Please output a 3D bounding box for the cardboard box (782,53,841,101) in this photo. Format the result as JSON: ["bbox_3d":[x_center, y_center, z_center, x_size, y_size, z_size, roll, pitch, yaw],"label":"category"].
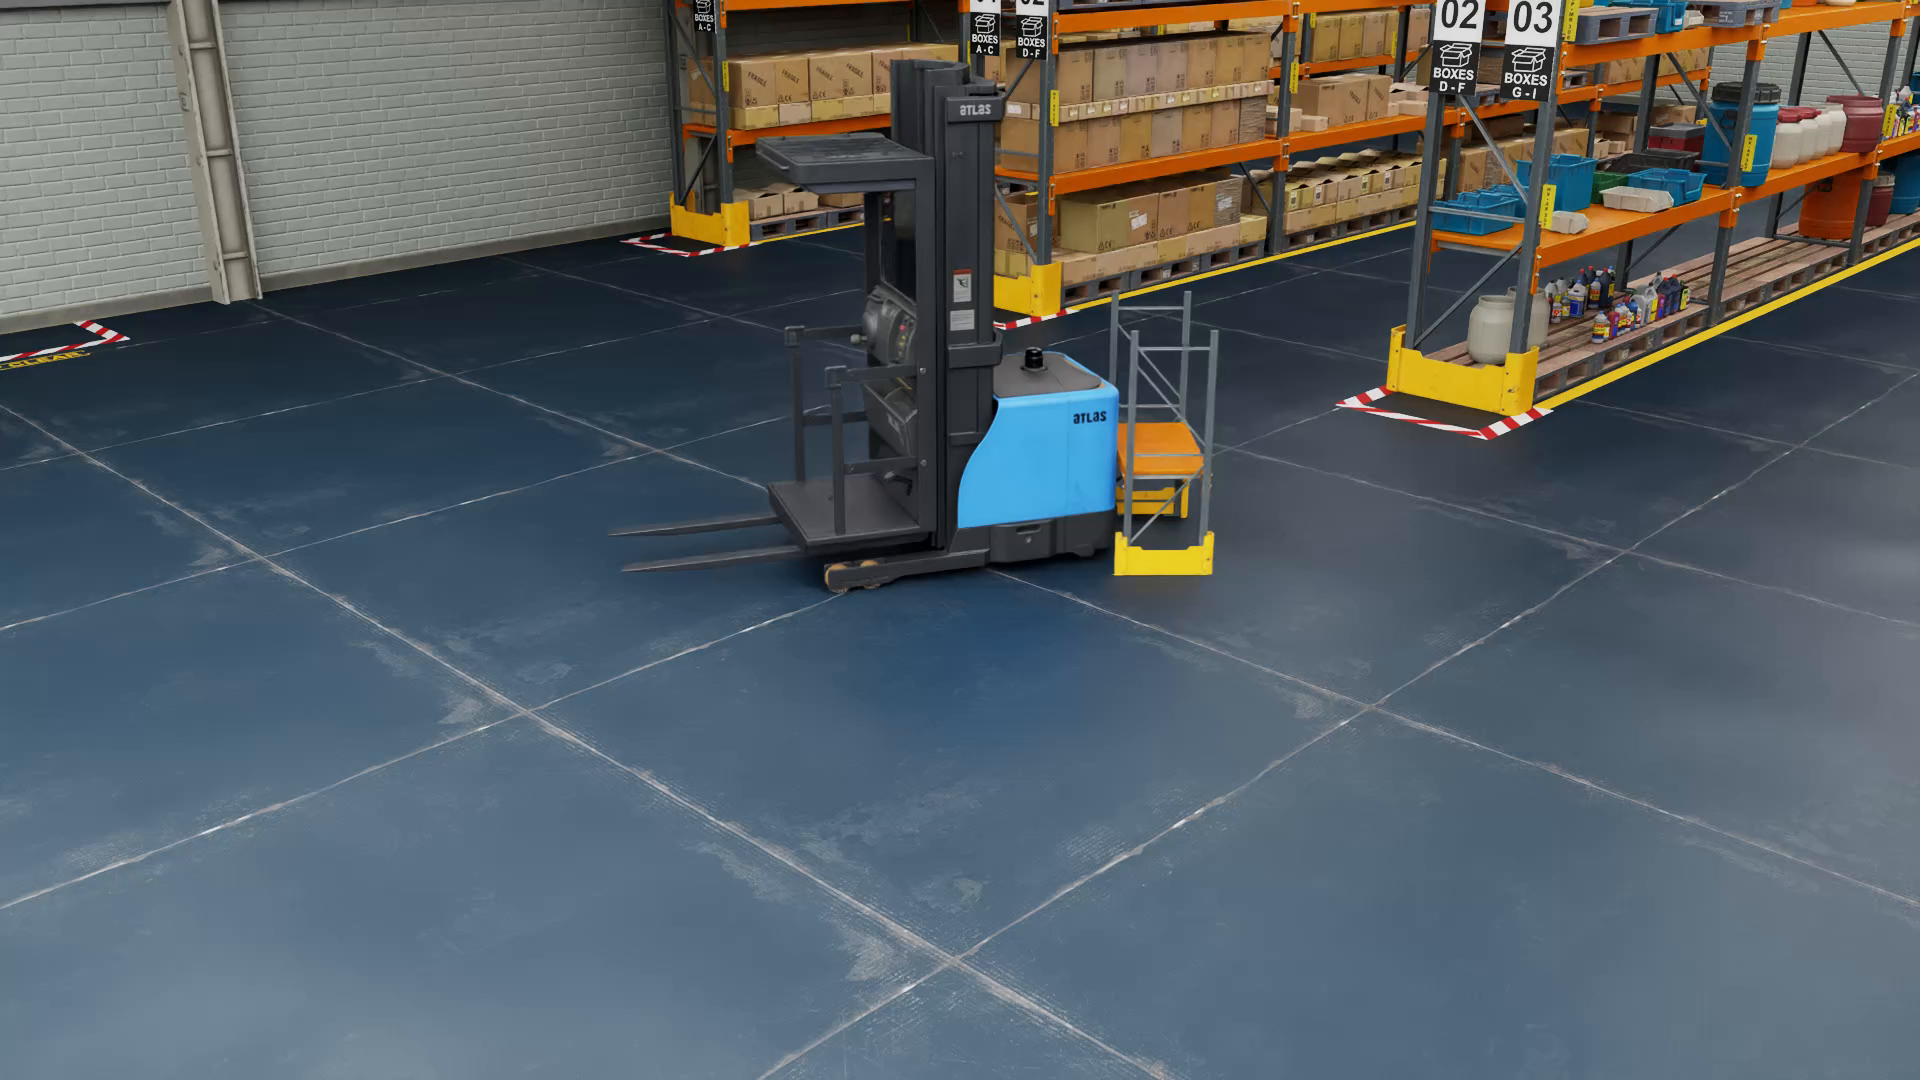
[{"bbox_3d":[-1.790,-5.599,20.096,0.500,0.500,0.500,18,27,39],"label":"cardboard box"}]

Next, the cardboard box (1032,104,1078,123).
[{"bbox_3d":[0.925,-4.164,16.183,0.380,0.149,0.250,19,28,40],"label":"cardboard box"}]

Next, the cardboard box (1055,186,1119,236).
[{"bbox_3d":[1.345,-3.503,17.709,0.500,0.500,0.500,19,28,41],"label":"cardboard box"}]

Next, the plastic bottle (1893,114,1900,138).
[{"bbox_3d":[10.480,-4.674,18.728,0.152,0.276,0.135,19,28,41],"label":"plastic bottle"}]

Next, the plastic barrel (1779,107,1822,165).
[{"bbox_3d":[8.472,-4.109,16.895,0.433,0.535,0.433,0,21,0],"label":"plastic barrel"}]

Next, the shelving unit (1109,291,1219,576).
[{"bbox_3d":[1.217,-0.681,10.256,0.587,1.500,1.083,0,21,-1],"label":"shelving unit"}]

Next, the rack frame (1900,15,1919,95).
[{"bbox_3d":[12.414,-5.611,20.992,1.000,3.000,0.127,19,28,41],"label":"rack frame"}]

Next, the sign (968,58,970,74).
[{"bbox_3d":[0.117,-4.558,16.307,0.100,0.325,0.005,19,28,41],"label":"sign"}]

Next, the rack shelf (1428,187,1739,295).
[{"bbox_3d":[5.438,-2.705,14.434,1.077,0.370,4.000,19,28,41],"label":"rack shelf"}]

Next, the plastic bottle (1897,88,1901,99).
[{"bbox_3d":[11.853,-5.569,21.046,0.061,0.283,0.133,19,28,41],"label":"plastic bottle"}]

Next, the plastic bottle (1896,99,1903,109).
[{"bbox_3d":[11.665,-5.374,20.653,0.097,0.201,0.097,0,21,0],"label":"plastic bottle"}]

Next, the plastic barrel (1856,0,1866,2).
[{"bbox_3d":[9.488,-5.834,17.609,0.294,0.245,0.294,0,21,0],"label":"plastic barrel"}]

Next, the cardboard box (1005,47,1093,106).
[{"bbox_3d":[0.868,-4.550,16.284,0.700,0.500,0.500,19,28,41],"label":"cardboard box"}]

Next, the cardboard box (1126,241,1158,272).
[{"bbox_3d":[1.725,-3.020,17.498,0.500,0.250,0.500,19,28,41],"label":"cardboard box"}]

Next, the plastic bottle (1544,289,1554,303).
[{"bbox_3d":[5.302,-2.136,15.134,0.152,0.276,0.135,18,28,39],"label":"plastic bottle"}]

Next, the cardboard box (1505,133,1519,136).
[{"bbox_3d":[7.638,-5.561,23.732,0.500,0.500,0.500,20,29,41],"label":"cardboard box"}]

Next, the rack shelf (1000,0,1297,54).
[{"bbox_3d":[1.892,-5.346,17.123,1.077,0.370,4.000,19,28,41],"label":"rack shelf"}]

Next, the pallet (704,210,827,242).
[{"bbox_3d":[-2.410,-3.924,20.490,1.003,0.211,1.213,19,28,41],"label":"pallet"}]

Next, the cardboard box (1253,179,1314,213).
[{"bbox_3d":[3.754,-4.014,19.302,0.500,0.311,0.500,19,28,41],"label":"cardboard box"}]

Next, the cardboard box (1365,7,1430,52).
[{"bbox_3d":[7.758,-9.125,29.717,0.700,0.700,0.980,-19,28,-40],"label":"cardboard box"}]

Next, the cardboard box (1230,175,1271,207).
[{"bbox_3d":[3.364,-4.146,19.645,0.500,0.311,0.500,19,28,41],"label":"cardboard box"}]

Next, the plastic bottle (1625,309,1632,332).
[{"bbox_3d":[5.909,-1.953,14.762,0.097,0.201,0.097,0,21,0],"label":"plastic bottle"}]

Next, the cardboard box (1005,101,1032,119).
[{"bbox_3d":[0.627,-4.263,16.440,0.380,0.149,0.250,19,28,40],"label":"cardboard box"}]

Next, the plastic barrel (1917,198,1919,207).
[{"bbox_3d":[12.022,-4.692,20.941,0.600,0.901,0.708,19,28,41],"label":"plastic barrel"}]

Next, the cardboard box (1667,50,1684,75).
[{"bbox_3d":[10.829,-7.482,25.721,0.500,0.500,0.500,20,28,41],"label":"cardboard box"}]

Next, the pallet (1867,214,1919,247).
[{"bbox_3d":[10.995,-3.807,20.184,1.003,0.211,1.213,19,28,41],"label":"pallet"}]

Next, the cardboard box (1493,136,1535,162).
[{"bbox_3d":[7.675,-5.307,23.071,0.500,0.500,0.500,18,27,39],"label":"cardboard box"}]

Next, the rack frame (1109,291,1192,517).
[{"bbox_3d":[1.205,-0.860,10.722,0.500,1.500,0.032,0,21,-1],"label":"rack frame"}]

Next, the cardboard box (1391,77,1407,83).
[{"bbox_3d":[7.731,-8.167,29.638,0.380,0.149,0.250,19,28,40],"label":"cardboard box"}]

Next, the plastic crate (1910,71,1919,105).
[{"bbox_3d":[12.496,-5.837,21.519,0.392,0.384,0.575,19,28,41],"label":"plastic crate"}]

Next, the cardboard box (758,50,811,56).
[{"bbox_3d":[-2.163,-5.731,20.439,0.500,0.500,0.500,18,28,39],"label":"cardboard box"}]

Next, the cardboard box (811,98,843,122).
[{"bbox_3d":[-1.776,-5.258,20.254,0.500,0.250,0.500,19,28,40],"label":"cardboard box"}]

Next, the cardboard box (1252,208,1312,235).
[{"bbox_3d":[3.746,-3.750,19.396,0.500,0.250,0.500,18,28,39],"label":"cardboard box"}]

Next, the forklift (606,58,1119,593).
[{"bbox_3d":[-0.603,-1.269,9.790,3.031,2.935,1.130,-7,22,-17],"label":"forklift"}]

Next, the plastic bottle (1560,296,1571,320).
[{"bbox_3d":[5.532,-2.126,15.211,0.097,0.201,0.097,0,21,0],"label":"plastic bottle"}]

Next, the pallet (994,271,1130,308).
[{"bbox_3d":[1.000,-2.673,17.234,1.003,0.211,1.213,19,28,41],"label":"pallet"}]

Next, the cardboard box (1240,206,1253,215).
[{"bbox_3d":[3.369,-3.887,19.754,0.500,0.250,0.500,19,28,40],"label":"cardboard box"}]

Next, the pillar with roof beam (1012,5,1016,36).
[{"bbox_3d":[4.083,-8.668,20.583,9.100,9.000,0.400,19,28,41],"label":"pillar with roof beam"}]

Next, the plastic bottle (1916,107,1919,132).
[{"bbox_3d":[11.063,-4.873,19.251,0.097,0.271,0.097,0,21,0],"label":"plastic bottle"}]

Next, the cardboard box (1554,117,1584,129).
[{"bbox_3d":[9.062,-6.108,25.156,0.500,0.500,0.500,19,28,41],"label":"cardboard box"}]

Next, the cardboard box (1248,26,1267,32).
[{"bbox_3d":[4.469,-7.843,26.218,0.500,0.500,0.500,19,28,41],"label":"cardboard box"}]

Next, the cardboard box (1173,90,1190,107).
[{"bbox_3d":[2.181,-4.626,17.387,0.250,0.149,0.380,-19,28,-40],"label":"cardboard box"}]

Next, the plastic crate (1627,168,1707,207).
[{"bbox_3d":[6.256,-3.133,14.752,0.499,0.251,0.616,19,28,41],"label":"plastic crate"}]

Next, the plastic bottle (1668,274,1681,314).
[{"bbox_3d":[6.591,-2.286,15.420,0.144,0.351,0.185,18,28,39],"label":"plastic bottle"}]

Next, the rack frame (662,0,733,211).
[{"bbox_3d":[-3.055,-5.006,19.418,1.000,3.000,0.127,19,28,41],"label":"rack frame"}]

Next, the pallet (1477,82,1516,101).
[{"bbox_3d":[7.431,-6.235,22.883,1.003,0.211,1.213,19,28,41],"label":"pallet"}]

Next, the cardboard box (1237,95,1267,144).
[{"bbox_3d":[2.982,-4.726,18.551,0.700,0.500,0.500,18,28,39],"label":"cardboard box"}]

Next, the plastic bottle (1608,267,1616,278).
[{"bbox_3d":[6.297,-2.514,16.125,0.097,0.271,0.097,0,21,0],"label":"plastic bottle"}]

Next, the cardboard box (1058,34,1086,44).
[{"bbox_3d":[1.352,-6.865,23.503,0.700,0.500,0.500,19,28,41],"label":"cardboard box"}]

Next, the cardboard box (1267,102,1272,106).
[{"bbox_3d":[3.769,-5.005,19.602,0.396,0.266,0.258,18,28,39],"label":"cardboard box"}]

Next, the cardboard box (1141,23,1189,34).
[{"bbox_3d":[3.047,-7.667,24.714,0.500,0.250,0.500,-19,28,-41],"label":"cardboard box"}]

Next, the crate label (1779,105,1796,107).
[{"bbox_3d":[8.737,-4.412,17.823,0.502,0.435,0.616,19,28,41],"label":"crate label"}]

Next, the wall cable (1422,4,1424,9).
[{"bbox_3d":[8.322,-10.159,31.409,0.084,1.984,1.851,19,28,41],"label":"wall cable"}]

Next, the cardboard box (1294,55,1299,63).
[{"bbox_3d":[5.283,-7.825,27.075,0.380,0.149,0.250,20,28,41],"label":"cardboard box"}]

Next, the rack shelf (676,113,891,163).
[{"bbox_3d":[-1.660,-5.184,20.885,1.077,0.370,4.000,19,28,41],"label":"rack shelf"}]

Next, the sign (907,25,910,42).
[{"bbox_3d":[-0.665,-6.713,22.245,0.100,0.325,0.005,19,28,41],"label":"sign"}]
